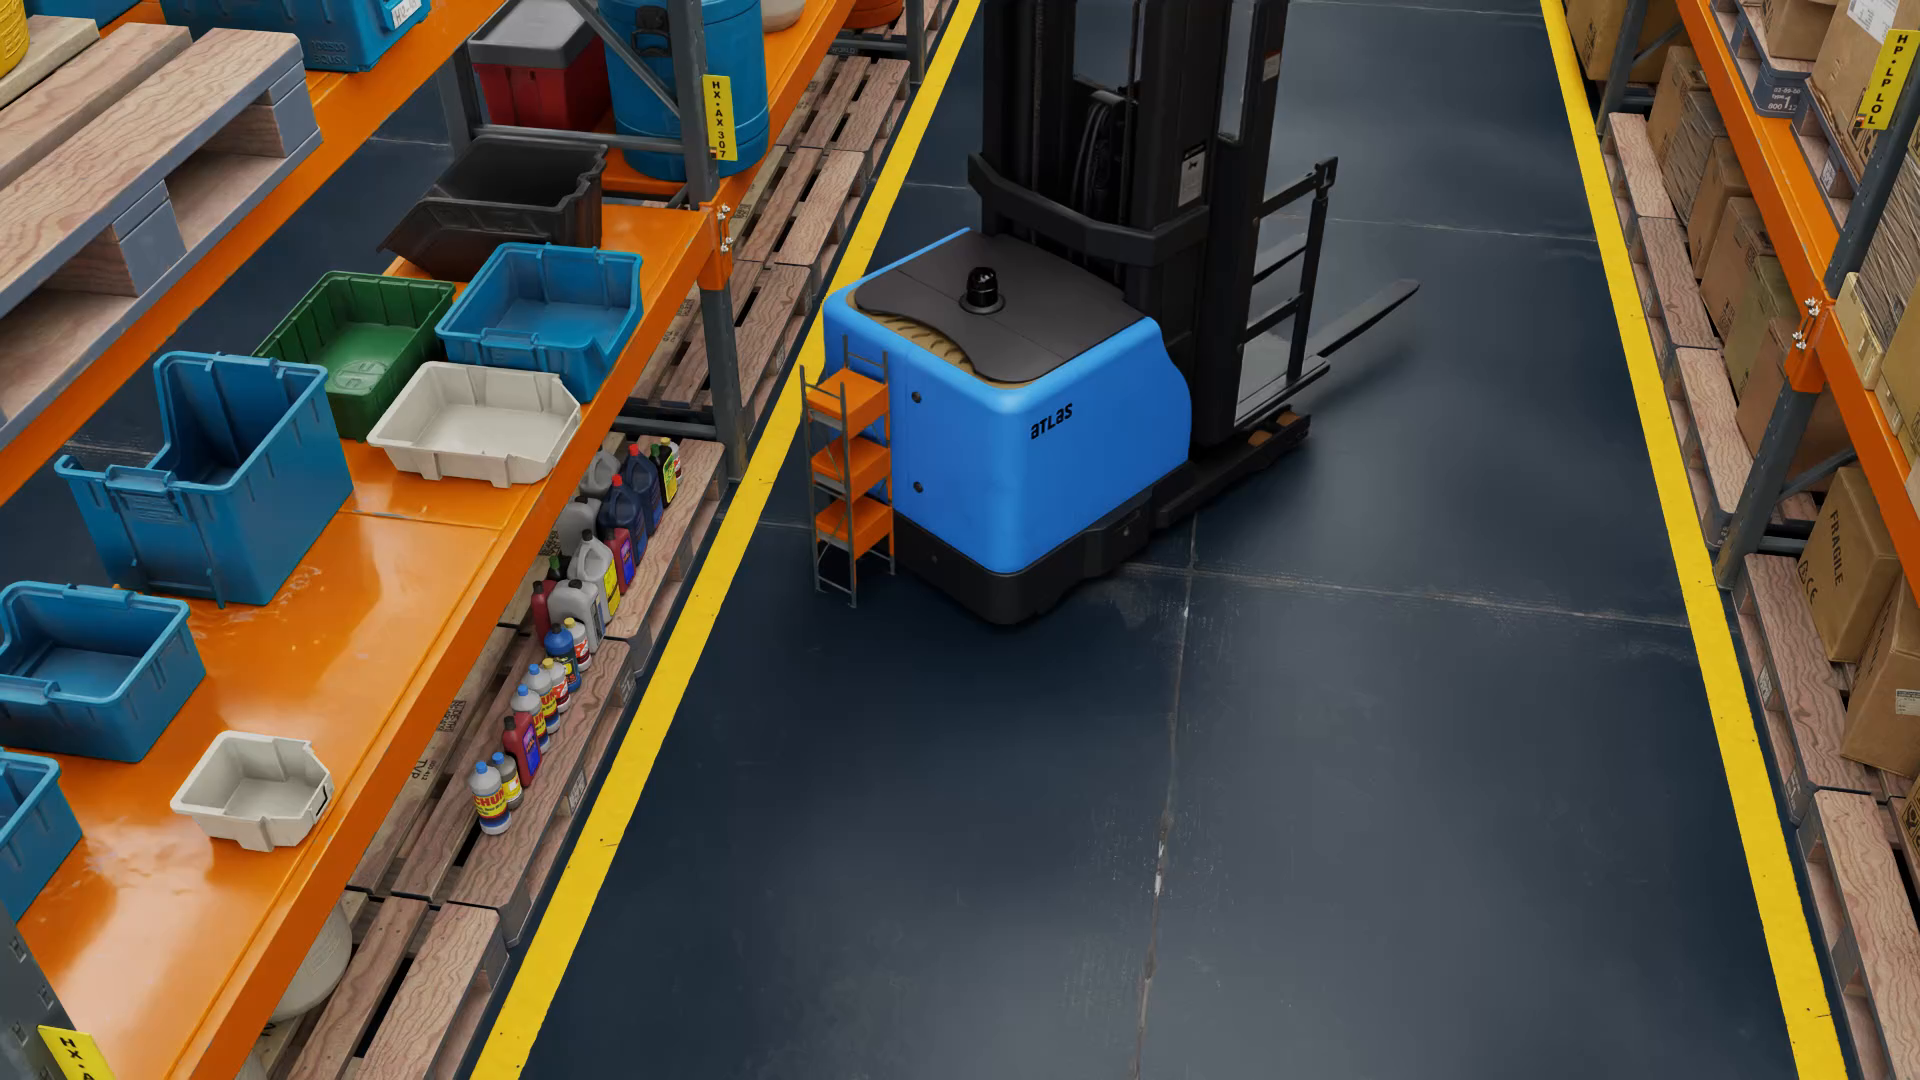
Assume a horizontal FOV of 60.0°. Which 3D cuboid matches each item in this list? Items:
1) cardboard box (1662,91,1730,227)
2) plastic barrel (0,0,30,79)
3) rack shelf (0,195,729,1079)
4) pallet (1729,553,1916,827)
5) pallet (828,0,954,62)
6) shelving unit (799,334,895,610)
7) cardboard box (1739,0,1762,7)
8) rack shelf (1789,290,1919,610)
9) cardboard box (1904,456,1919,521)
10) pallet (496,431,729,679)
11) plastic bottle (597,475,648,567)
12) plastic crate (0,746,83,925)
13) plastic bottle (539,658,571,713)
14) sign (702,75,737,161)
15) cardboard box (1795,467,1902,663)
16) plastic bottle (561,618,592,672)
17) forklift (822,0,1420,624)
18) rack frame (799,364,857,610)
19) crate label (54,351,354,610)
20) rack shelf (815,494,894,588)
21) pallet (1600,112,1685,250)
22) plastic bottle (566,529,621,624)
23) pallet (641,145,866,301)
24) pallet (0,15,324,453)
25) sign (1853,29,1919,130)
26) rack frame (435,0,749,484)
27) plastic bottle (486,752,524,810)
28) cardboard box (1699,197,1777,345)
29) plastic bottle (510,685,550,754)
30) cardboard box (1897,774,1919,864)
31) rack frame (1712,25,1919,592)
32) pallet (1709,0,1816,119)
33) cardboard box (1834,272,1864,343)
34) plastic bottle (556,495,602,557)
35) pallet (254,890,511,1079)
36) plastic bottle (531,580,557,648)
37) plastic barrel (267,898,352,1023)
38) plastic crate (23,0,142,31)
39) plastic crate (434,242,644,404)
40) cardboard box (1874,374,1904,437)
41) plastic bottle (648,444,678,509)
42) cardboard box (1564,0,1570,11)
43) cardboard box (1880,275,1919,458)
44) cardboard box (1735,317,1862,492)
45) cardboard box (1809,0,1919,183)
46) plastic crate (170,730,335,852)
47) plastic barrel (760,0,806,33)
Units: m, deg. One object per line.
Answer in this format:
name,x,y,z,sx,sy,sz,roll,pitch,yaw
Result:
cardboard box,3.982,-1.887,8.295,0.700,0.500,0.500,3,40,4
plastic barrel,-2.029,-1.099,2.893,0.600,0.588,0.600,0,40,0
rack shelf,-1.755,0.043,4.908,1.077,0.370,4.000,6,40,8
pallet,3.388,0.557,5.910,1.003,0.211,1.213,6,40,8
pallet,-0.622,-3.424,10.726,1.003,0.211,1.213,6,40,8
shelving unit,-0.411,-0.238,6.214,0.215,1.050,0.252,25,46,27
cardboard box,3.645,-2.531,7.245,0.500,0.250,0.500,5,40,6
rack shelf,3.123,0.590,4.247,1.077,0.370,4.000,6,40,8
cardboard box,2.946,-0.119,4.736,0.380,0.149,0.250,6,40,8
pallet,-1.566,0.003,6.581,1.003,0.211,1.213,6,40,8
plastic bottle,-1.270,-0.081,6.228,0.144,0.351,0.185,5,40,5
plastic crate,-2.309,0.732,3.628,0.499,0.251,0.616,6,40,8
plastic bottle,-1.387,0.487,5.658,0.097,0.201,0.097,0,40,0
sign,-0.869,-1.528,6.027,0.100,0.325,0.005,6,40,8
cardboard box,3.361,0.105,5.901,0.500,0.500,0.500,5,40,6
plastic bottle,-1.351,0.358,5.814,0.097,0.201,0.097,0,40,0
forklift,0.872,-1.645,6.439,3.031,2.935,1.130,-32,49,-33
rack frame,-0.482,-0.175,6.138,0.200,1.050,0.008,25,46,27
crate label,-2.049,-0.177,4.583,0.502,0.435,0.616,6,40,8
rack shelf,-0.411,-0.016,6.398,0.215,0.259,0.240,25,46,27
pallet,4.025,-1.888,8.868,1.003,0.211,1.213,6,40,8
plastic bottle,-1.326,0.121,5.983,0.144,0.351,0.185,6,40,7
pallet,-1.103,-1.679,8.616,1.003,0.211,1.213,6,40,8
pallet,-1.862,-0.570,2.880,1.003,0.211,1.213,6,40,8
sign,2.922,-1.448,5.239,0.100,0.325,0.005,6,40,8
rack frame,-1.409,-1.489,6.197,1.000,3.000,0.127,6,40,8
plastic bottle,-1.463,0.762,5.325,0.097,0.201,0.097,0,40,0
cardboard box,3.794,-1.180,7.440,0.700,0.500,0.500,3,40,4
plastic bottle,-1.421,0.585,5.485,0.097,0.271,0.097,0,40,0
cardboard box,3.239,0.864,4.983,0.500,0.500,0.500,3,40,4
rack frame,3.469,-0.943,5.536,1.000,3.000,0.127,6,40,8
pallet,3.859,-2.132,7.126,1.003,0.211,1.213,6,40,8
cardboard box,3.136,-0.744,5.493,0.380,0.149,0.250,6,40,8
plastic bottle,-1.420,-0.053,6.252,0.152,0.276,0.135,6,40,8
pallet,-1.989,1.534,4.729,1.003,0.211,1.213,6,40,8
plastic bottle,-1.463,0.238,5.895,0.061,0.283,0.133,6,40,8
plastic barrel,-1.976,1.082,4.710,0.421,0.512,0.421,0,40,0
plastic crate,-2.068,-1.359,3.698,0.392,0.384,0.575,6,40,8
plastic crate,-1.333,-0.707,5.368,0.499,0.251,0.616,6,40,8
cardboard box,3.064,-0.429,5.112,0.380,0.149,0.250,6,40,8
plastic bottle,-1.167,-0.273,6.513,0.061,0.283,0.133,8,40,10
cardboard box,4.463,-3.786,10.313,1.225,0.875,0.875,7,40,8
cardboard box,3.209,-0.511,4.702,0.875,0.500,0.500,6,40,8
cardboard box,3.597,-0.532,6.656,0.700,0.500,0.500,4,40,4
cardboard box,3.745,-1.819,5.796,1.000,1.000,1.000,7,40,8
plastic crate,-1.630,0.597,3.881,0.298,0.136,0.250,6,40,8
plastic barrel,-0.901,-2.578,7.407,0.433,0.535,0.433,0,40,0
